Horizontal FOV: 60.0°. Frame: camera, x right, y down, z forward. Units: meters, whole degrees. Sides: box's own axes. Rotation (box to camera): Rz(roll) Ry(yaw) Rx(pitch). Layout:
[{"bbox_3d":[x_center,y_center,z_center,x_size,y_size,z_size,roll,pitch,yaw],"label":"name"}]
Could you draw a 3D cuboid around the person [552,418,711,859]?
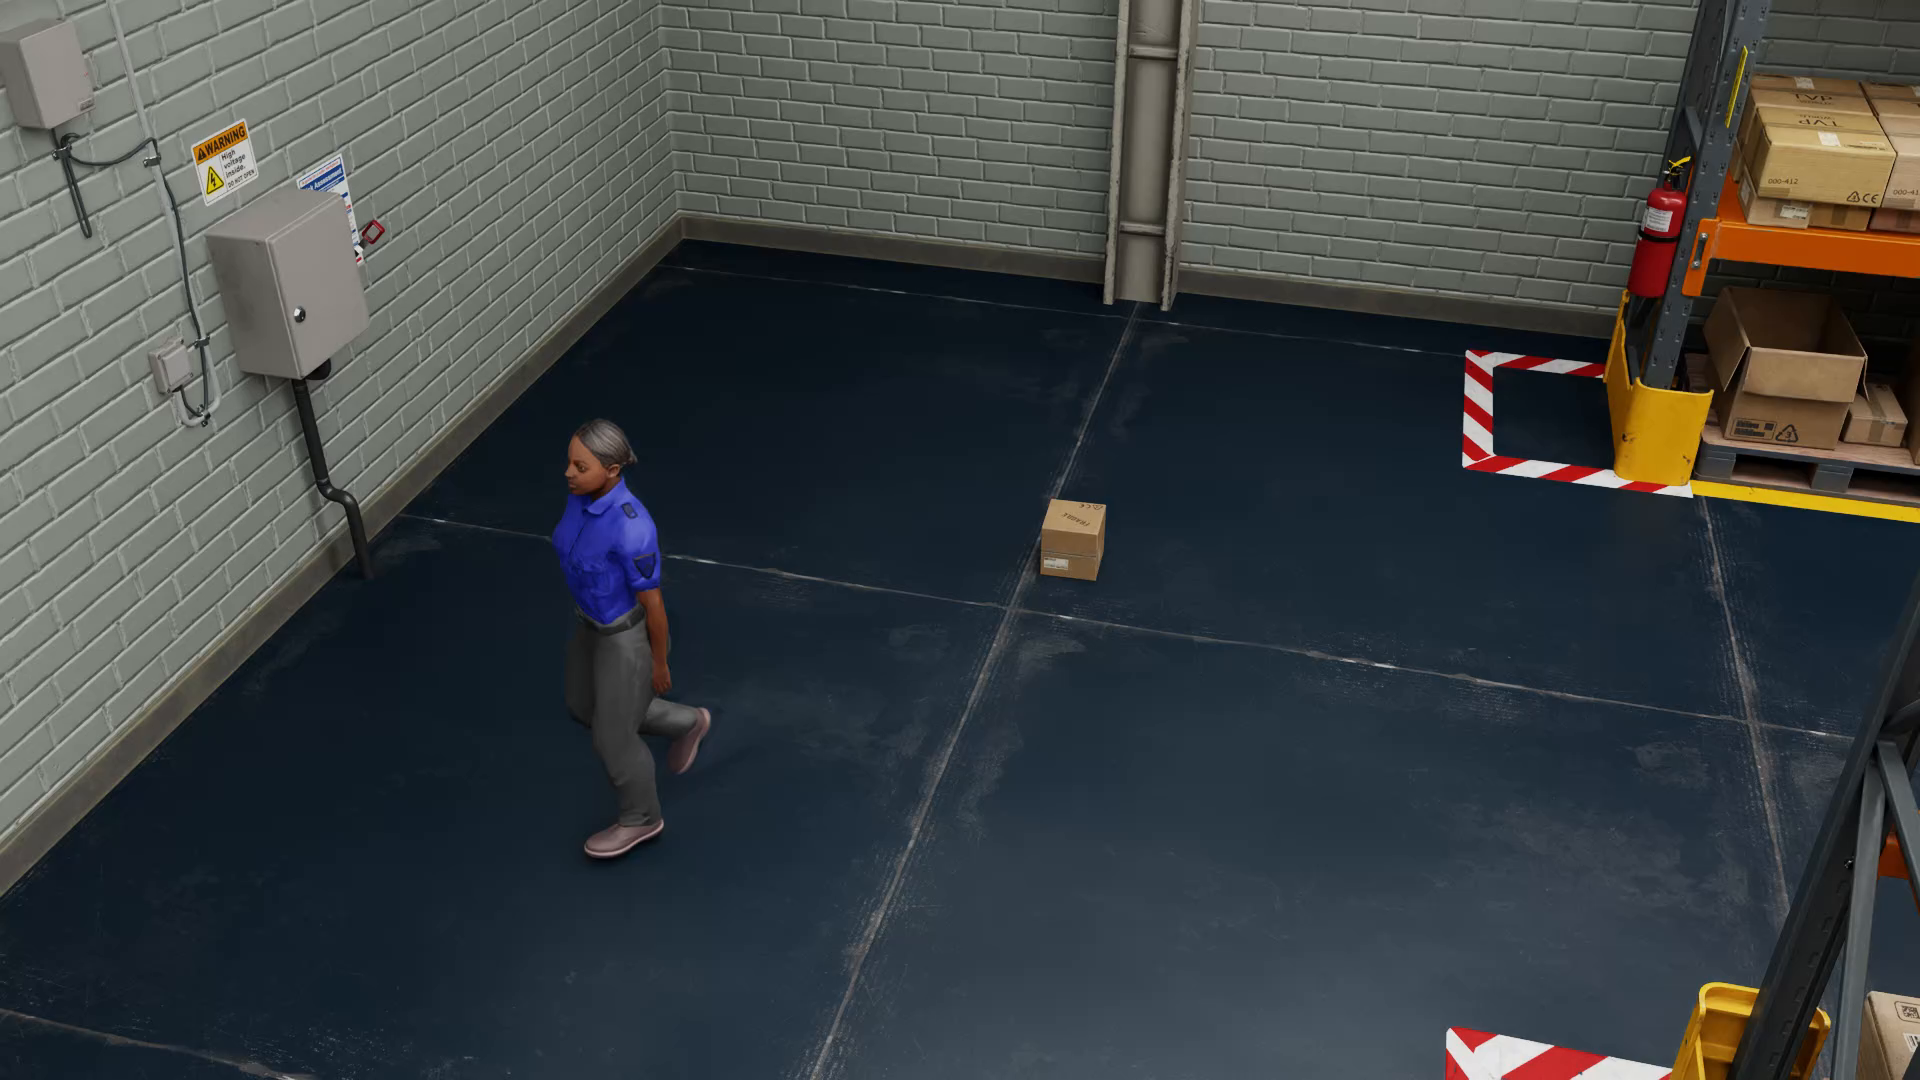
[{"bbox_3d":[-1.114,0.313,5.619,0.592,1.640,0.442,-21,39,-29],"label":"person"}]
